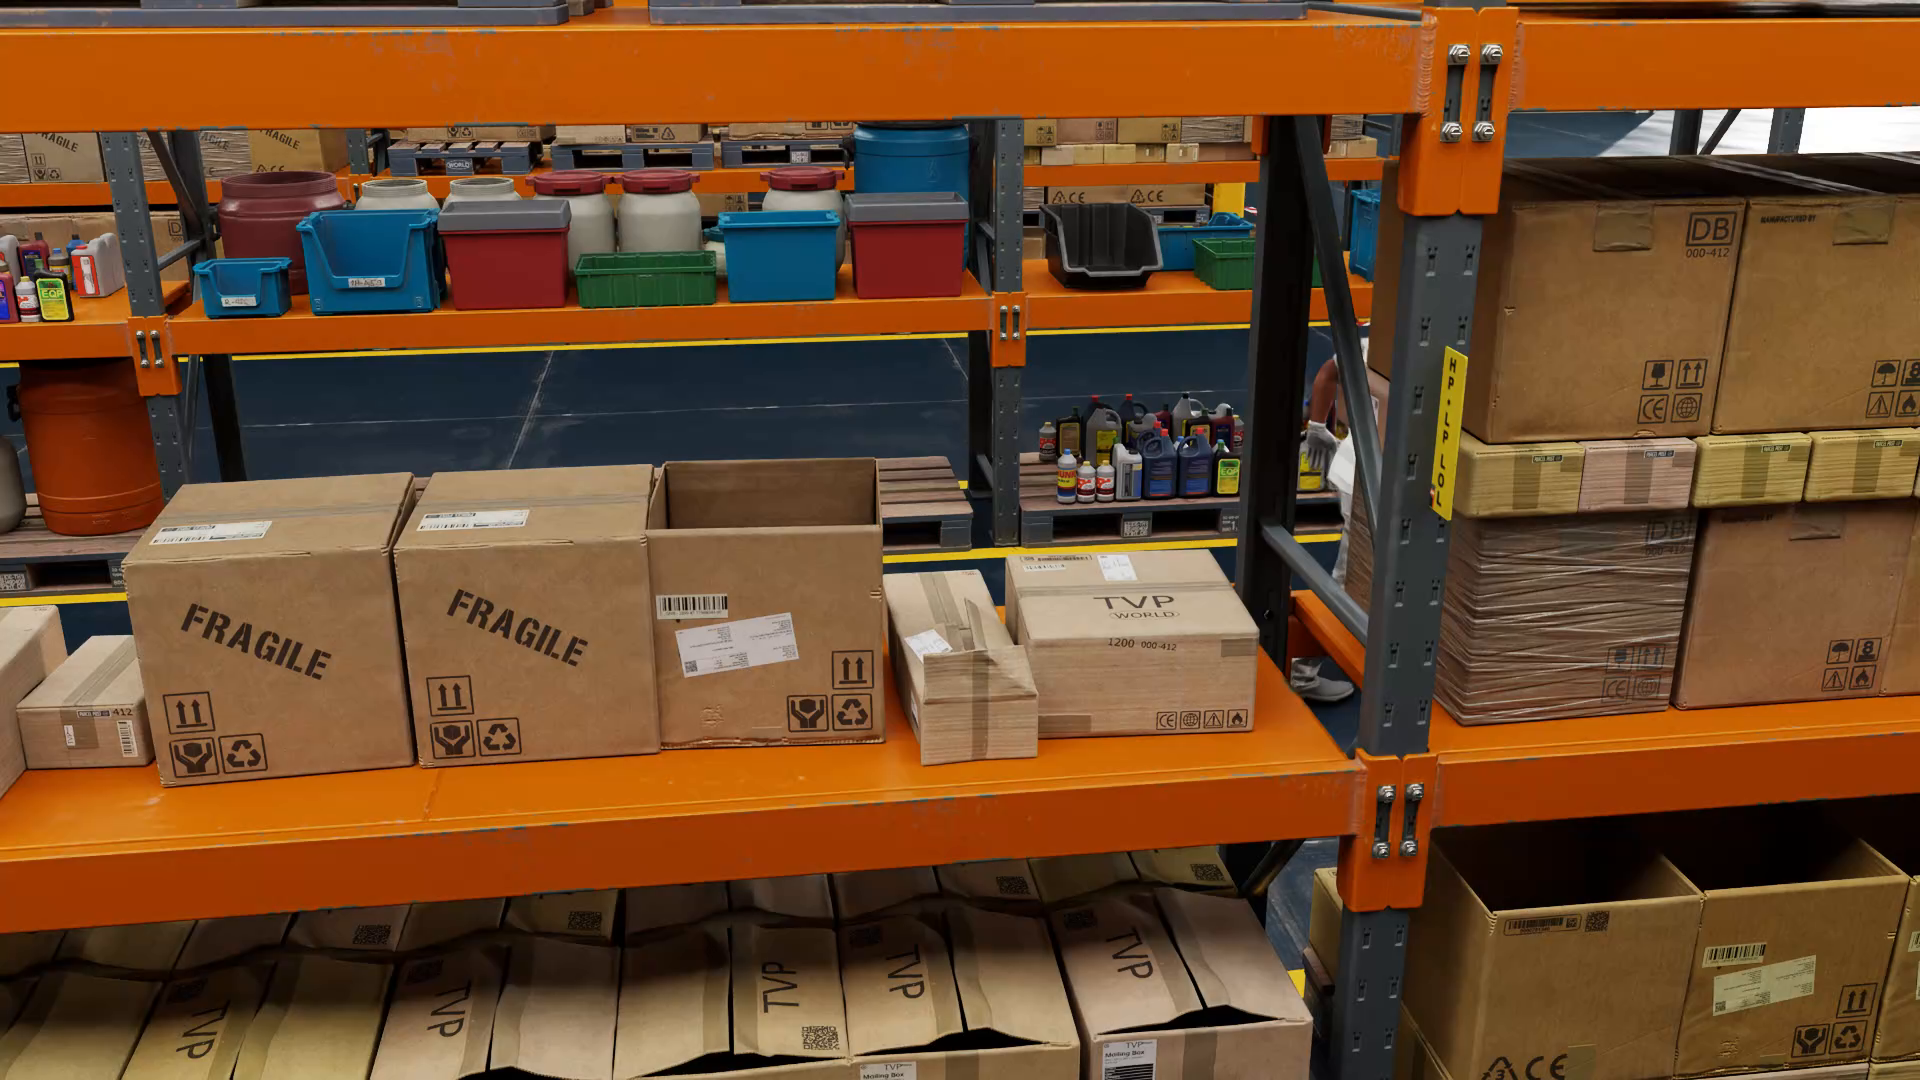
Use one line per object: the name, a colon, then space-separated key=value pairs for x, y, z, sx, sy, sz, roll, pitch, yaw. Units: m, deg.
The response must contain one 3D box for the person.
person: x=1.738 y=-0.207 z=6.723 sx=0.878 sy=1.696 sz=0.684 roll=-1 pitch=20 yaw=-4
